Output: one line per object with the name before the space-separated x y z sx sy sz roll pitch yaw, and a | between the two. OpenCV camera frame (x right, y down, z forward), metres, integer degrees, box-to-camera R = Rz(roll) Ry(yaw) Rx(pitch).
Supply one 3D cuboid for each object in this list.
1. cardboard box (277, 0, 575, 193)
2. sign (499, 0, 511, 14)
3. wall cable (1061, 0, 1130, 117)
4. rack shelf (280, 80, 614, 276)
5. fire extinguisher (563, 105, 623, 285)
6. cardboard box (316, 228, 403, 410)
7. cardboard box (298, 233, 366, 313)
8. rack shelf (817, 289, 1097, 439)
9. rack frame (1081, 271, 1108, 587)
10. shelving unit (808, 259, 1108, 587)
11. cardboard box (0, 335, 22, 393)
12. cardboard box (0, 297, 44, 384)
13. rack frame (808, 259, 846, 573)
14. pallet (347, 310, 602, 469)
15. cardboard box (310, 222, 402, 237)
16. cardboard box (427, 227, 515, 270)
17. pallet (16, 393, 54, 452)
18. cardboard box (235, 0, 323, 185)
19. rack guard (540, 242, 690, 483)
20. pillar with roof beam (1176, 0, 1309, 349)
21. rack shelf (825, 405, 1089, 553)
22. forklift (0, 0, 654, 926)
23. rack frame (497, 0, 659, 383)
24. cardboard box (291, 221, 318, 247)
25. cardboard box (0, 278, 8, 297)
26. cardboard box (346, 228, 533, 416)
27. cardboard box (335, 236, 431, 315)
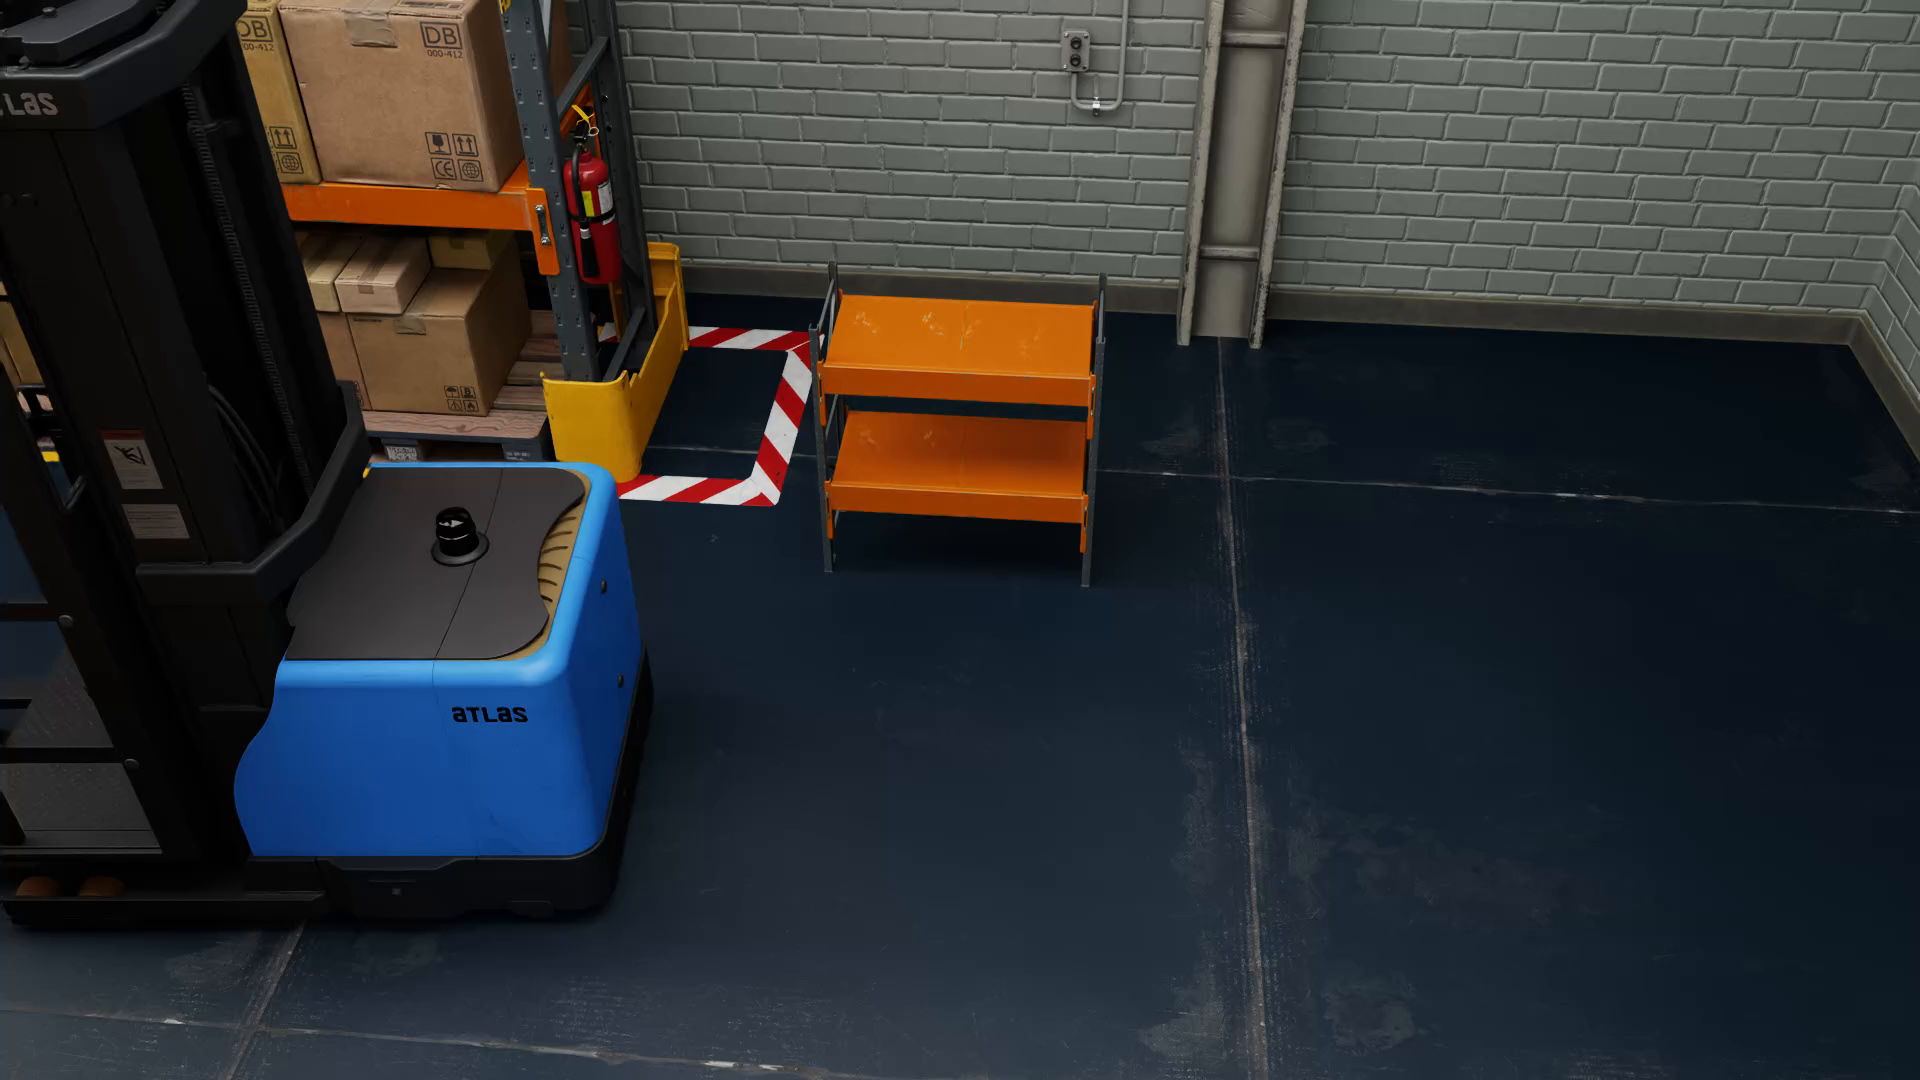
cardboard box | -2.031 -1.917 6.492 0.700 0.700 0.980 5 39 6
sign | -1.583 -1.980 5.701 0.005 0.325 0.100 3 39 4
wall cable | -0.165 -2.699 6.885 1.851 1.984 0.084 3 39 4
rack shelf | -3.515 -1.609 6.921 4.000 0.370 1.077 3 39 4
fire extinguisher | -1.412 -1.306 6.335 0.183 0.674 0.296 3 39 4
cardboard box | -2.727 -0.975 7.220 0.500 0.500 0.700 3 39 4
cardboard box | -2.626 -1.106 6.866 0.250 0.149 0.380 4 39 5
rack shelf | 0.007 -0.663 6.210 1.000 0.278 0.538 3 39 4
rack frame | 0.513 -0.408 6.360 0.032 1.125 0.500 3 39 4
shelving unit | 0.007 -0.436 6.394 1.048 1.125 0.538 3 39 4
cardboard box | -4.271 -1.056 7.319 0.500 0.500 0.700 3 39 3
cardboard box | -3.760 -1.027 7.283 0.500 0.500 0.700 4 39 5
rack frame | -0.500 -0.464 6.428 0.032 1.125 0.500 3 39 4
pallet | -2.325 -0.692 7.433 1.213 0.211 1.003 3 39 4
cardboard box | -2.591 -1.346 7.161 0.250 0.149 0.380 3 39 4
cardboard box | -2.086 -1.319 7.128 0.250 0.149 0.380 3 39 4
pallet | -3.537 -0.760 7.517 1.213 0.211 1.003 3 39 4
cardboard box | -2.757 -1.950 6.532 0.700 0.700 0.980 3 39 3
rack guard | -1.498 -0.809 7.347 0.348 0.500 1.175 3 39 4
pillar with roof beam | 0.871 -1.796 1.828 0.400 9.000 9.100 3 39 4
rack shelf | 0.007 -0.246 6.549 1.000 0.278 0.538 3 39 4
forklift | -2.609 -0.254 4.740 3.031 2.935 1.130 0 39 0
rack frame | -1.522 -1.779 6.560 0.127 3.000 1.000 3 39 4
cardboard box | -2.840 -1.360 7.178 0.250 0.149 0.380 3 39 4
cardboard box | -3.925 -1.175 6.951 0.250 0.149 0.380 2 39 3
cardboard box | -2.228 -0.948 7.186 0.500 0.500 0.700 3 39 4
cardboard box | -2.372 -1.092 6.849 0.250 0.149 0.380 3 39 3
